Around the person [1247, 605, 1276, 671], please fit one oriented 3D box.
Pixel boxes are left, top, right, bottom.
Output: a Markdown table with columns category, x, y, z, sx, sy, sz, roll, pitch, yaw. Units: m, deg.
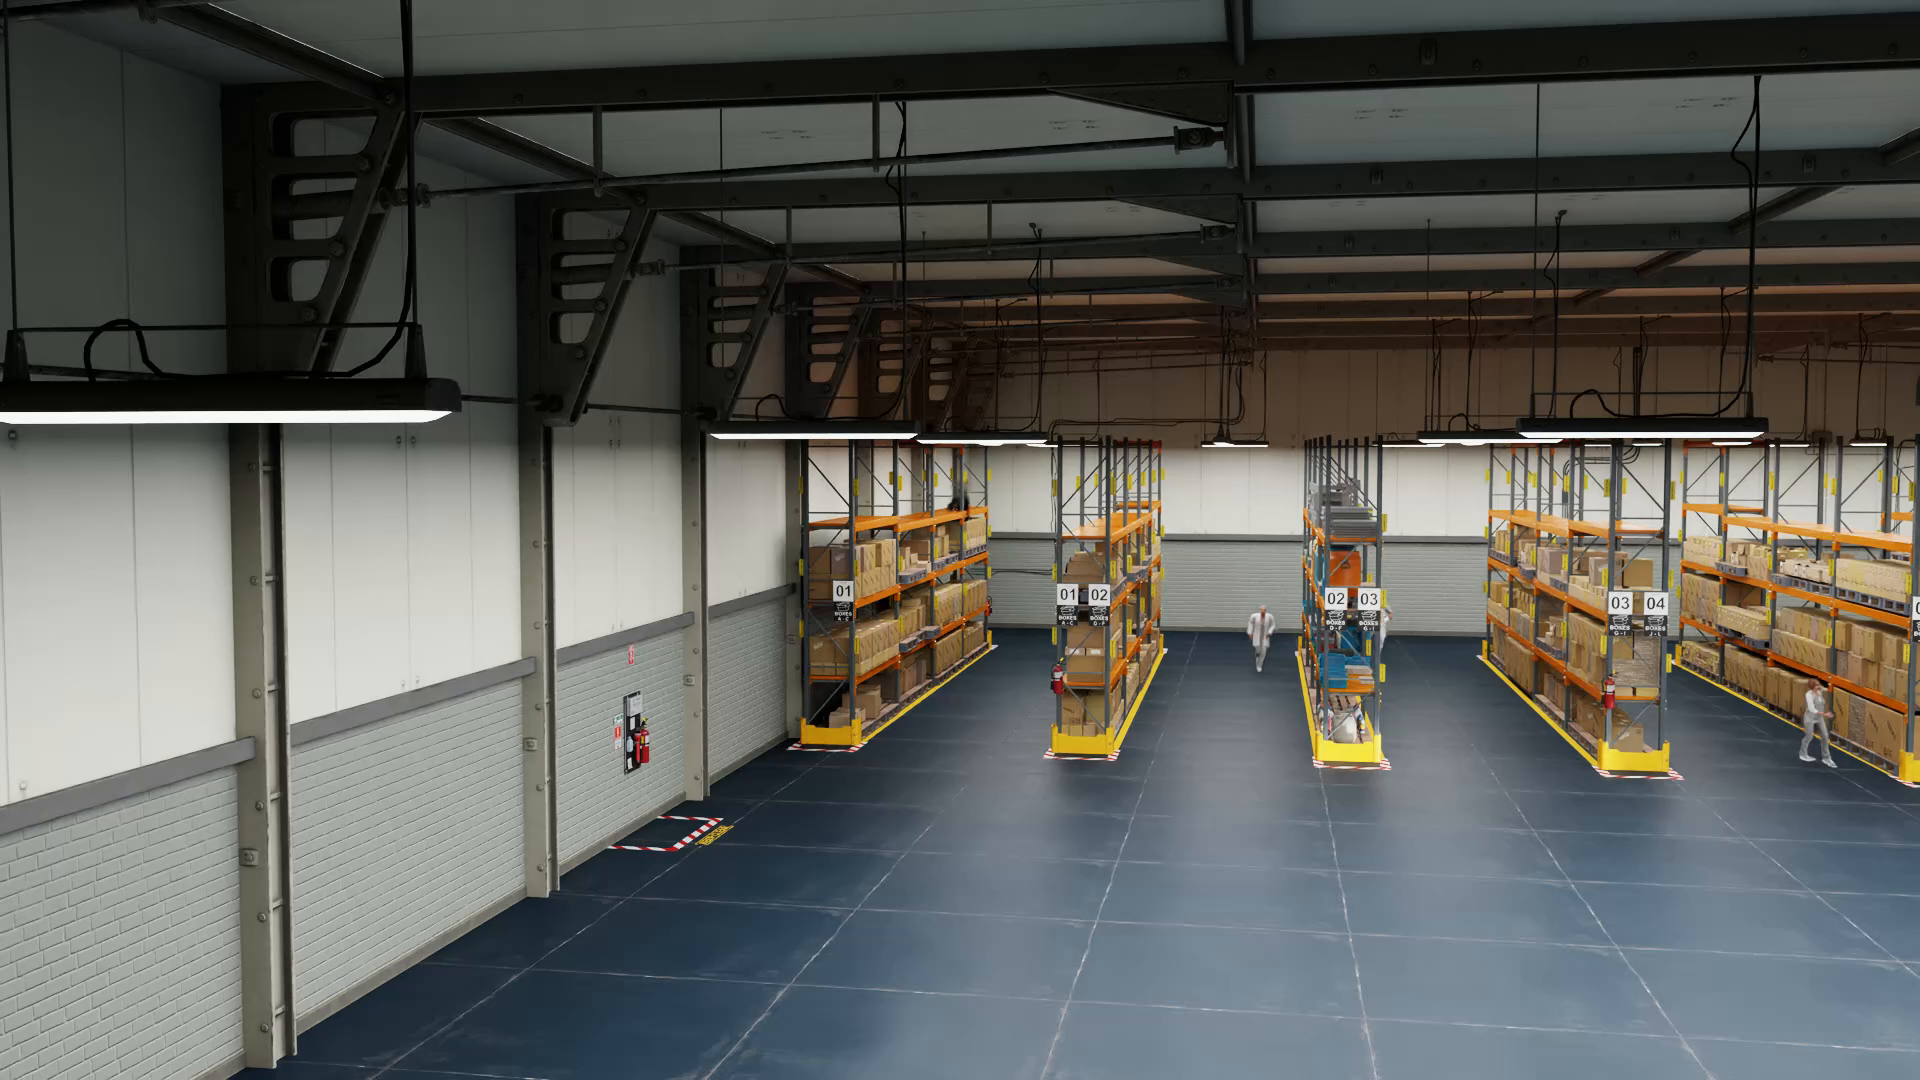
| category | x | y | z | sx | sy | sz | roll | pitch | yaw |
| --- | --- | --- | --- | --- | --- | --- | --- | --- | --- |
| person | 7.815 | 2.533 | 43.044 | 0.708 | 1.717 | 0.646 | 0 | 3 | 1 |

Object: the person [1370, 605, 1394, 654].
| category | x | y | z | sx | sy | sz | roll | pitch | yaw |
| --- | --- | --- | --- | --- | --- | --- | --- | --- | --- |
| person | 11.587 | 2.388 | 45.983 | 0.806 | 1.743 | 0.562 | 1 | 3 | 20 |

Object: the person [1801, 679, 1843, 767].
| category | x | y | z | sx | sy | sz | roll | pitch | yaw |
| --- | --- | --- | --- | --- | --- | --- | --- | --- | --- |
| person | 15.507 | 3.272 | 30.030 | 0.531 | 1.575 | 0.794 | -1 | 3 | -19 |
